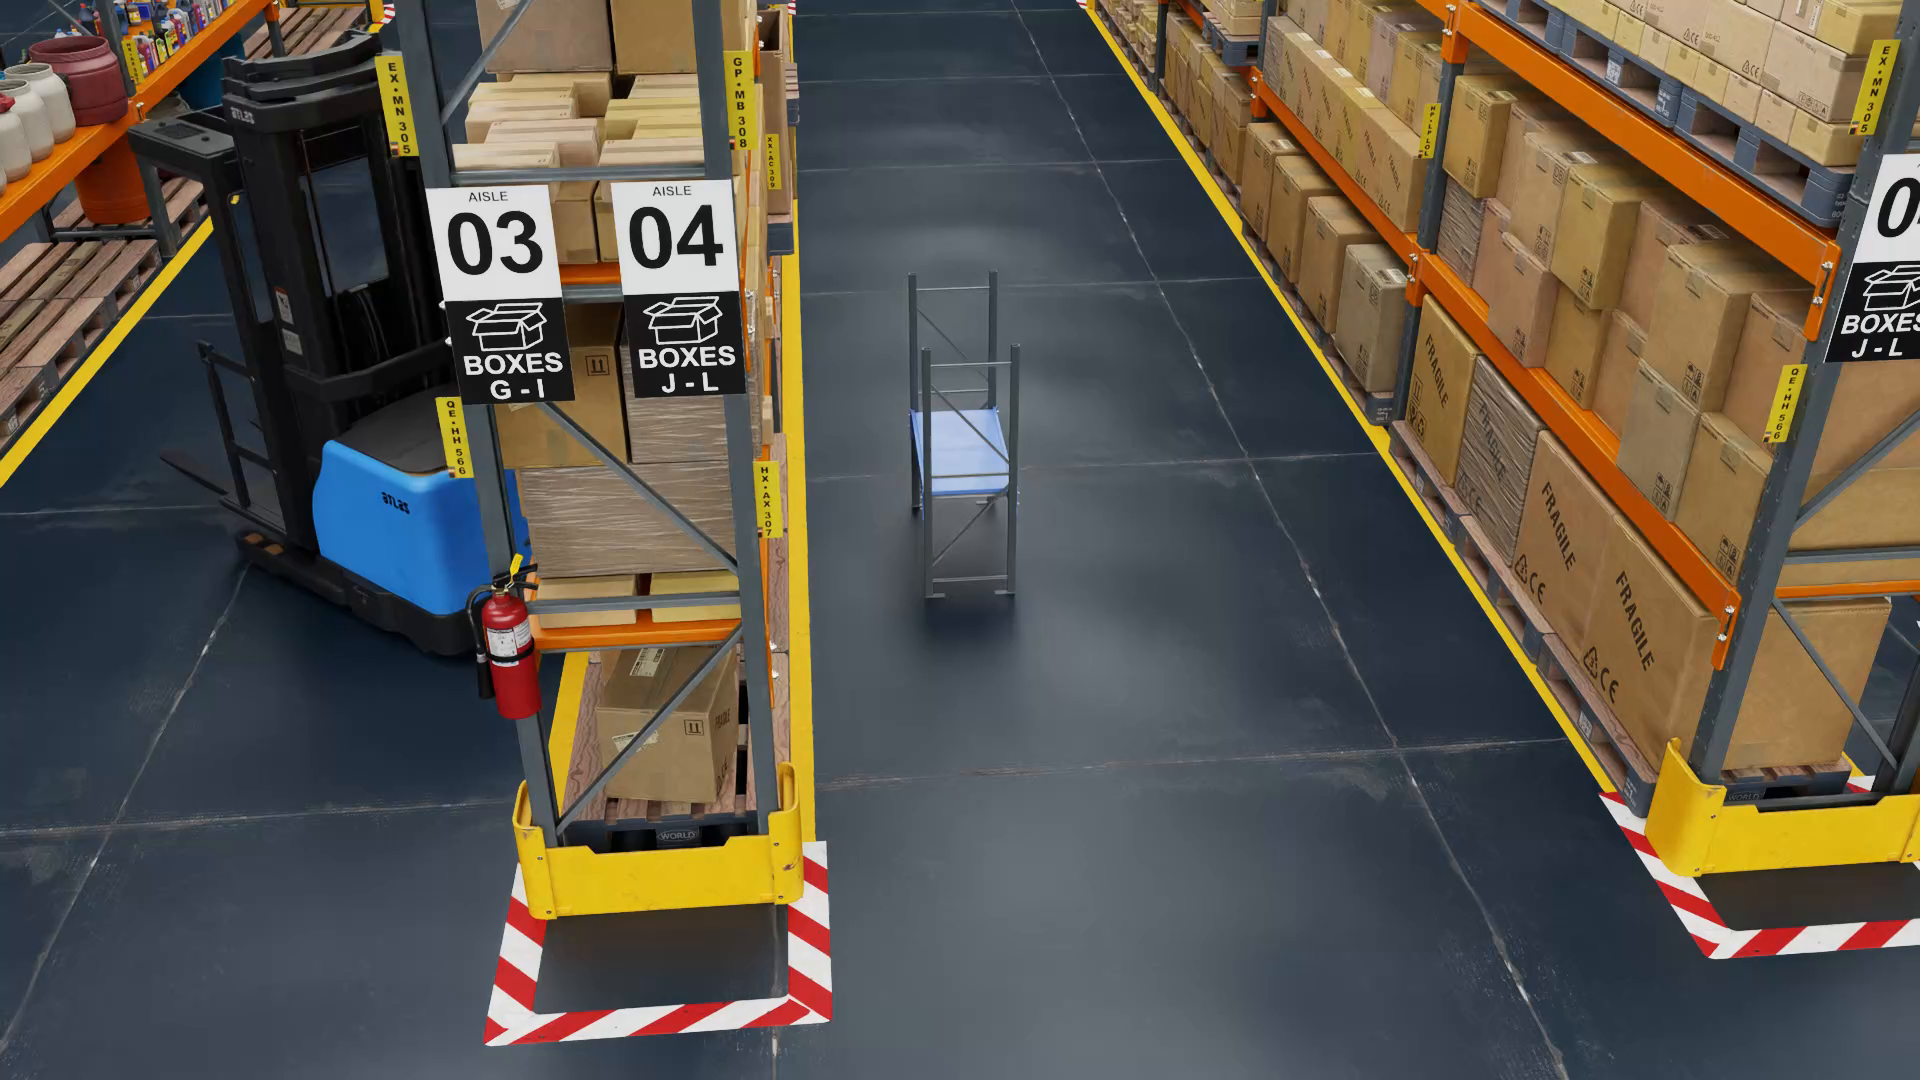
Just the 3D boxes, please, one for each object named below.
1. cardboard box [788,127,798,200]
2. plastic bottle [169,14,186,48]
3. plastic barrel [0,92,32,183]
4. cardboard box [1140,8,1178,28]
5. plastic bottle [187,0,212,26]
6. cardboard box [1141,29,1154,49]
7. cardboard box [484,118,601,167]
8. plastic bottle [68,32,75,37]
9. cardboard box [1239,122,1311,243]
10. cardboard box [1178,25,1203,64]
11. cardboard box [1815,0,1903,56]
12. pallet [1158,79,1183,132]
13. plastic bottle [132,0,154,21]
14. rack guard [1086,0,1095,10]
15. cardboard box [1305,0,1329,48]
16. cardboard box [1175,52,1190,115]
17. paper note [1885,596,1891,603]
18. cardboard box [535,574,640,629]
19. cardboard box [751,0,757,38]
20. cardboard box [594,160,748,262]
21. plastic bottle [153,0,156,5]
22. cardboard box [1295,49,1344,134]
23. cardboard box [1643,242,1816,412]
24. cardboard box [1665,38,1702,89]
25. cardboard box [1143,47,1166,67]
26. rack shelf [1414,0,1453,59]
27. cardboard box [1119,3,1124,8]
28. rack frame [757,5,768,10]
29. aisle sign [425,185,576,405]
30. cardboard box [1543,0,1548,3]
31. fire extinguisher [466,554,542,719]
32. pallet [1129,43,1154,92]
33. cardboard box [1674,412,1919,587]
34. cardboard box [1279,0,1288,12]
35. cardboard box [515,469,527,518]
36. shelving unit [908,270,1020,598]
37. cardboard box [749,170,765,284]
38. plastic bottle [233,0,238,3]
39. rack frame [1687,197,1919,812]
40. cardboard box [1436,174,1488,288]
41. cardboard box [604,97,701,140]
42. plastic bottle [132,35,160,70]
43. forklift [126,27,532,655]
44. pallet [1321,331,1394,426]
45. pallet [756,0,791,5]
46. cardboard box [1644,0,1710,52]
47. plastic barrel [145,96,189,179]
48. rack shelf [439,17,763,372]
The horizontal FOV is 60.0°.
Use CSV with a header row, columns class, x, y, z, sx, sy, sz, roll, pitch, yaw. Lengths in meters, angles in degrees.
class,x,y,z,sx,sy,sz,roll,pitch,yaw
cardboard box,-2.054,-3.458,14.276,1.225,0.875,0.875,-4,31,-7
plastic bottle,-6.722,-4.377,14.267,0.061,0.283,0.133,-3,31,-5
plastic barrel,-6.547,-2.710,11.229,0.433,0.535,0.433,0,31,0
cardboard box,2.178,-5.701,18.159,0.380,0.149,0.250,-3,31,-5
plastic bottle,-6.841,-4.771,14.933,0.152,0.276,0.135,-3,31,-5
cardboard box,2.180,-5.432,17.999,0.380,0.149,0.250,-4,31,-7
cardboard box,-1.507,-1.412,6.021,0.380,0.149,0.250,-4,31,-6
plastic bottle,-7.472,-4.176,14.009,0.097,0.201,0.097,0,31,0
cardboard box,2.905,-2.922,13.500,1.050,0.750,0.750,-3,31,-5
cardboard box,2.422,-4.832,16.211,0.500,0.250,0.500,-2,31,-3
cardboard box,3.316,-1.839,5.939,0.380,0.149,0.250,-2,31,-4
pallet,2.638,-4.470,17.028,1.003,0.211,1.213,-3,31,-5
plastic bottle,-7.413,-4.868,15.096,0.152,0.276,0.135,-3,31,-5
rack guard,2.197,-6.995,20.973,1.175,0.500,0.348,-3,31,-5
cardboard box,3.018,-4.007,12.460,0.700,0.500,0.500,-3,31,-5
cardboard box,2.420,-4.512,16.406,0.500,0.500,0.500,-1,31,-2
paper note,5.126,0.328,9.191,0.032,0.001,0.123,13,33,21
cardboard box,-1.495,0.220,6.701,0.380,0.149,0.250,-3,31,-5
cardboard box,-1.334,-2.797,8.729,0.500,0.250,0.500,-2,31,-3
cardboard box,-1.050,-1.234,6.111,0.500,0.250,0.500,-2,31,-3
plastic bottle,-7.617,-5.146,15.562,0.152,0.276,0.135,-3,31,-5
cardboard box,2.808,-3.306,12.262,0.500,0.500,0.500,-3,31,-5
cardboard box,3.546,-0.934,7.188,0.875,0.550,0.550,-3,31,-5
cardboard box,3.222,-2.014,7.010,0.380,0.149,0.250,-3,31,-5
cardboard box,2.188,-5.205,17.909,0.380,0.149,0.250,-2,31,-4
rack shelf,3.125,-3.980,11.265,1.077,0.370,4.000,-3,31,-5
cardboard box,2.090,-6.263,19.680,0.380,0.149,0.250,-3,31,-4
rack frame,-2.010,-3.836,13.247,1.000,3.000,0.127,-3,31,-5
aisle sign,-1.555,-0.822,5.666,0.394,0.787,0.004,-3,31,-5
cardboard box,3.078,-2.794,8.315,0.380,0.149,0.250,-3,31,-5
fire extinguisher,-1.711,0.362,6.294,0.296,0.674,0.183,-3,31,-5
pallet,2.466,-5.209,18.264,1.003,0.211,1.213,-3,31,-5
cardboard box,3.605,-0.190,6.996,0.875,0.550,0.550,-3,31,-5
cardboard box,3.020,-4.745,14.605,0.380,0.149,0.250,-1,31,-2
cardboard box,-1.453,-0.454,7.198,0.875,0.500,0.500,-3,31,-5
shelving unit,0.008,-0.600,9.292,0.538,1.500,1.048,-3,31,-5
cardboard box,-1.183,-1.411,7.825,0.500,0.500,0.500,-3,31,-5
plastic bottle,-6.922,-5.216,15.678,0.152,0.276,0.135,-3,31,-5
rack frame,3.685,0.062,6.721,1.000,3.000,0.127,-3,31,-5
cardboard box,3.358,-1.857,9.787,0.875,0.550,0.550,-3,31,-5
cardboard box,-1.132,-1.558,6.266,0.380,0.149,0.250,-3,31,-5
plastic bottle,-6.703,-4.018,13.673,0.152,0.276,0.135,-3,31,-5
forklift,-3.513,-1.261,9.003,3.031,2.935,1.130,21,37,31
pallet,3.164,-1.173,11.508,1.003,0.211,1.213,-3,31,-5
pallet,-1.588,-3.321,9.644,1.213,0.211,1.003,-3,31,-5
cardboard box,3.269,-2.260,7.033,0.500,0.250,0.500,-3,31,-5
plastic barrel,-7.109,-3.569,14.743,0.600,0.588,0.708,-3,31,-5
rack shelf,-1.449,-1.752,7.534,1.077,0.370,4.000,-3,31,-5
